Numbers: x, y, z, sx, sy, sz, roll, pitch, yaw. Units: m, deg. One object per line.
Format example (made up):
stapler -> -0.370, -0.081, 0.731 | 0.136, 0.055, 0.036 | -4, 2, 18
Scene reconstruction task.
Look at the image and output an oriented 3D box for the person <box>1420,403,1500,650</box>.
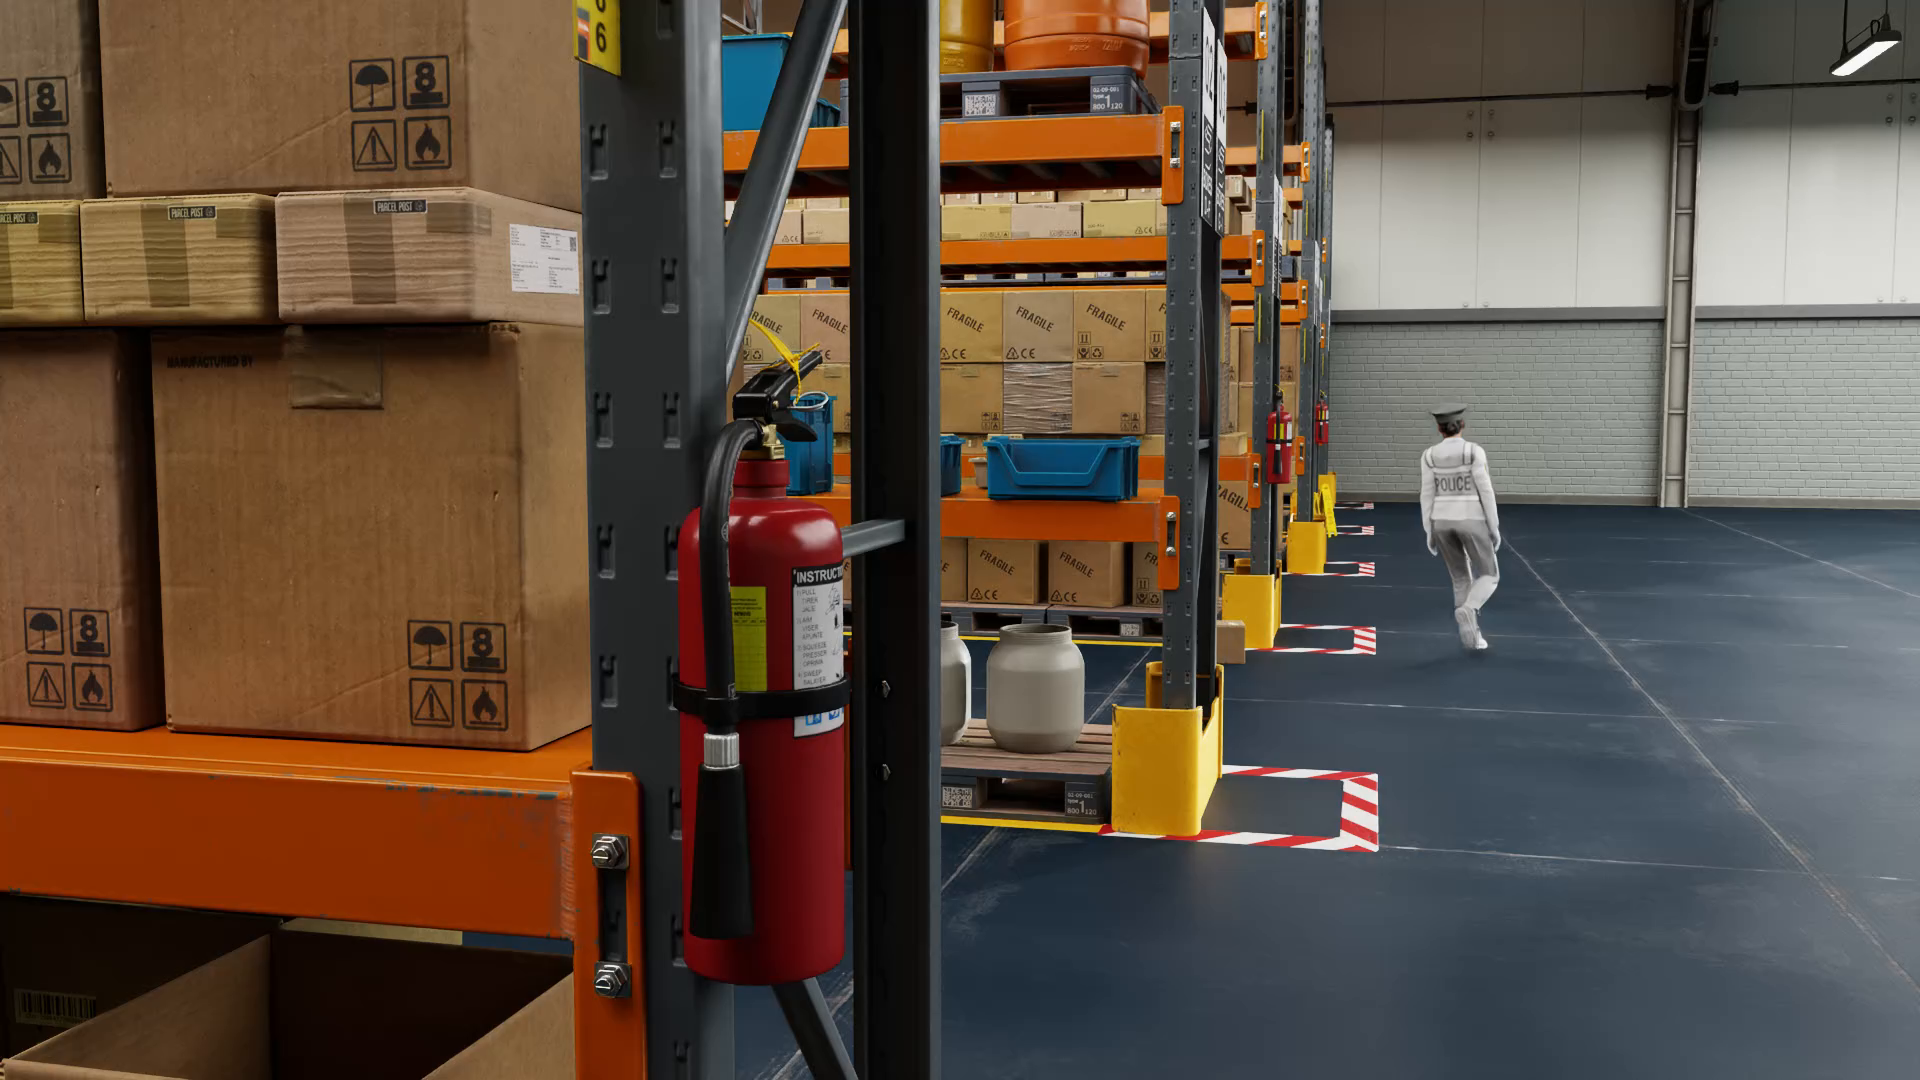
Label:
person -> 3.294, -0.078, 10.952 | 0.518, 1.637, 0.613 | 4, 6, 39
